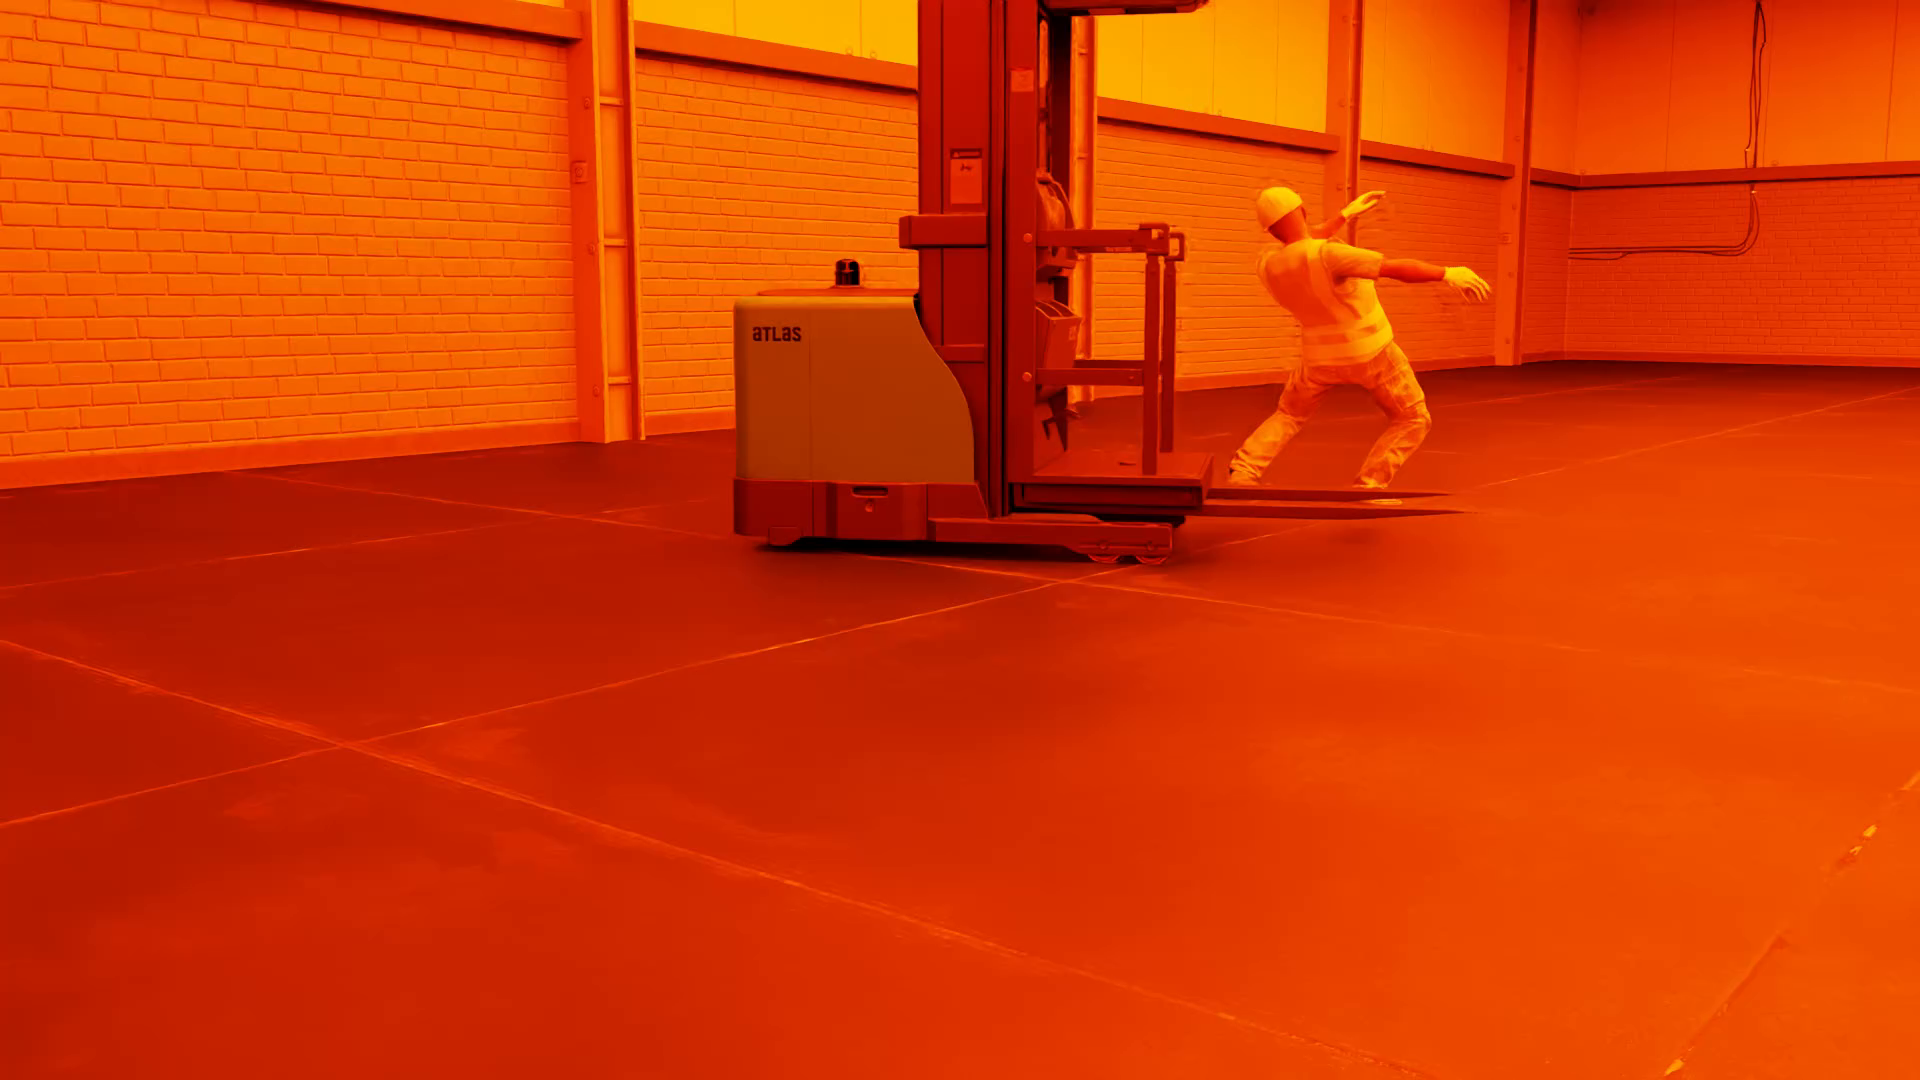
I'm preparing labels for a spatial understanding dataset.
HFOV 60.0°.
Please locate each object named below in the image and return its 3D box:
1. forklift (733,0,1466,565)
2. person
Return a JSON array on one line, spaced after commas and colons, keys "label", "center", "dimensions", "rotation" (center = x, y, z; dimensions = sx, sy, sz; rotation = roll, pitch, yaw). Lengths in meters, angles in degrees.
[{"label": "forklift", "center": [0.599, -1.433, 7.077], "dimensions": [3.031, 2.935, 1.130], "rotation": [2, 8, 11]}, {"label": "person", "center": [1.860, -0.856, 7.638], "dimensions": [1.107, 1.509, 0.739], "rotation": [8, 11, 42]}]
